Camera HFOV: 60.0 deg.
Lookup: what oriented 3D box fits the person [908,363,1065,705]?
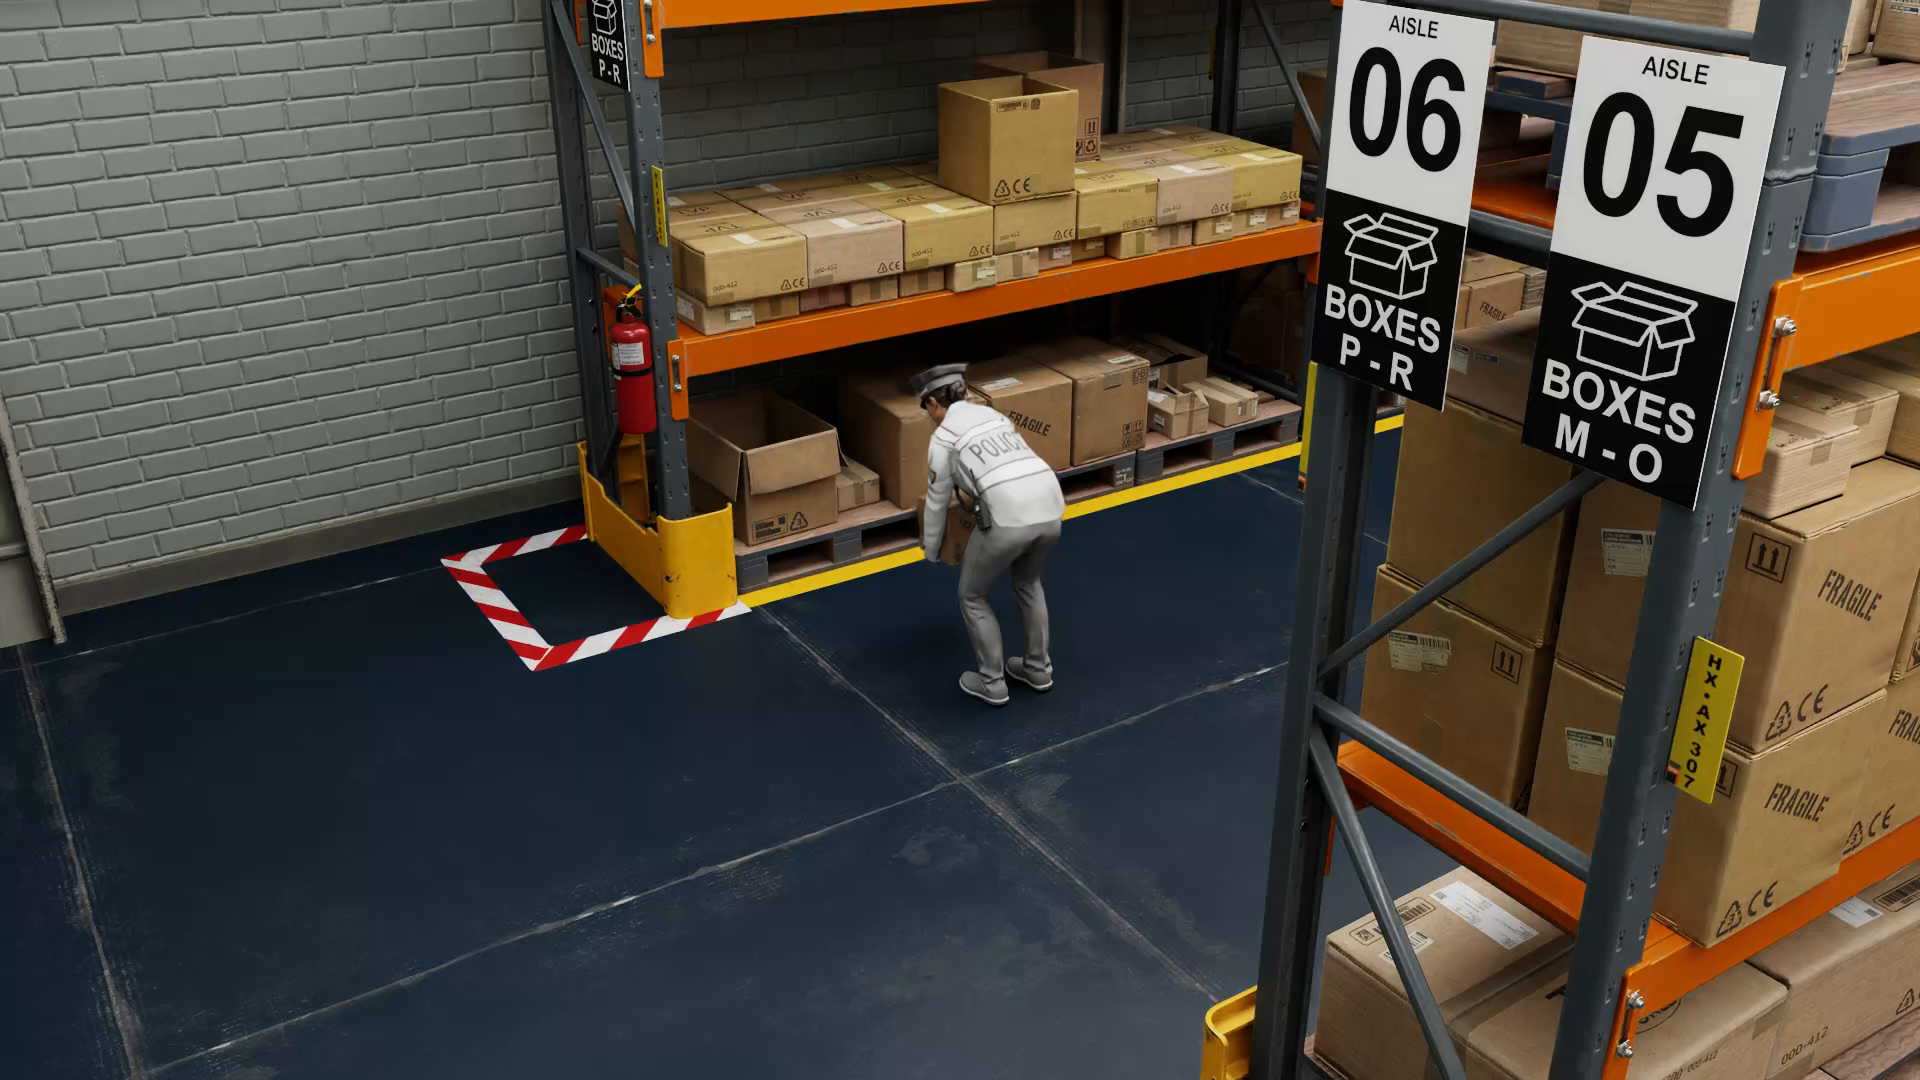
[{"bbox_3d":[0.088,-0.040,7.060,0.419,1.356,0.849,-17,30,-31],"label":"person"}]
